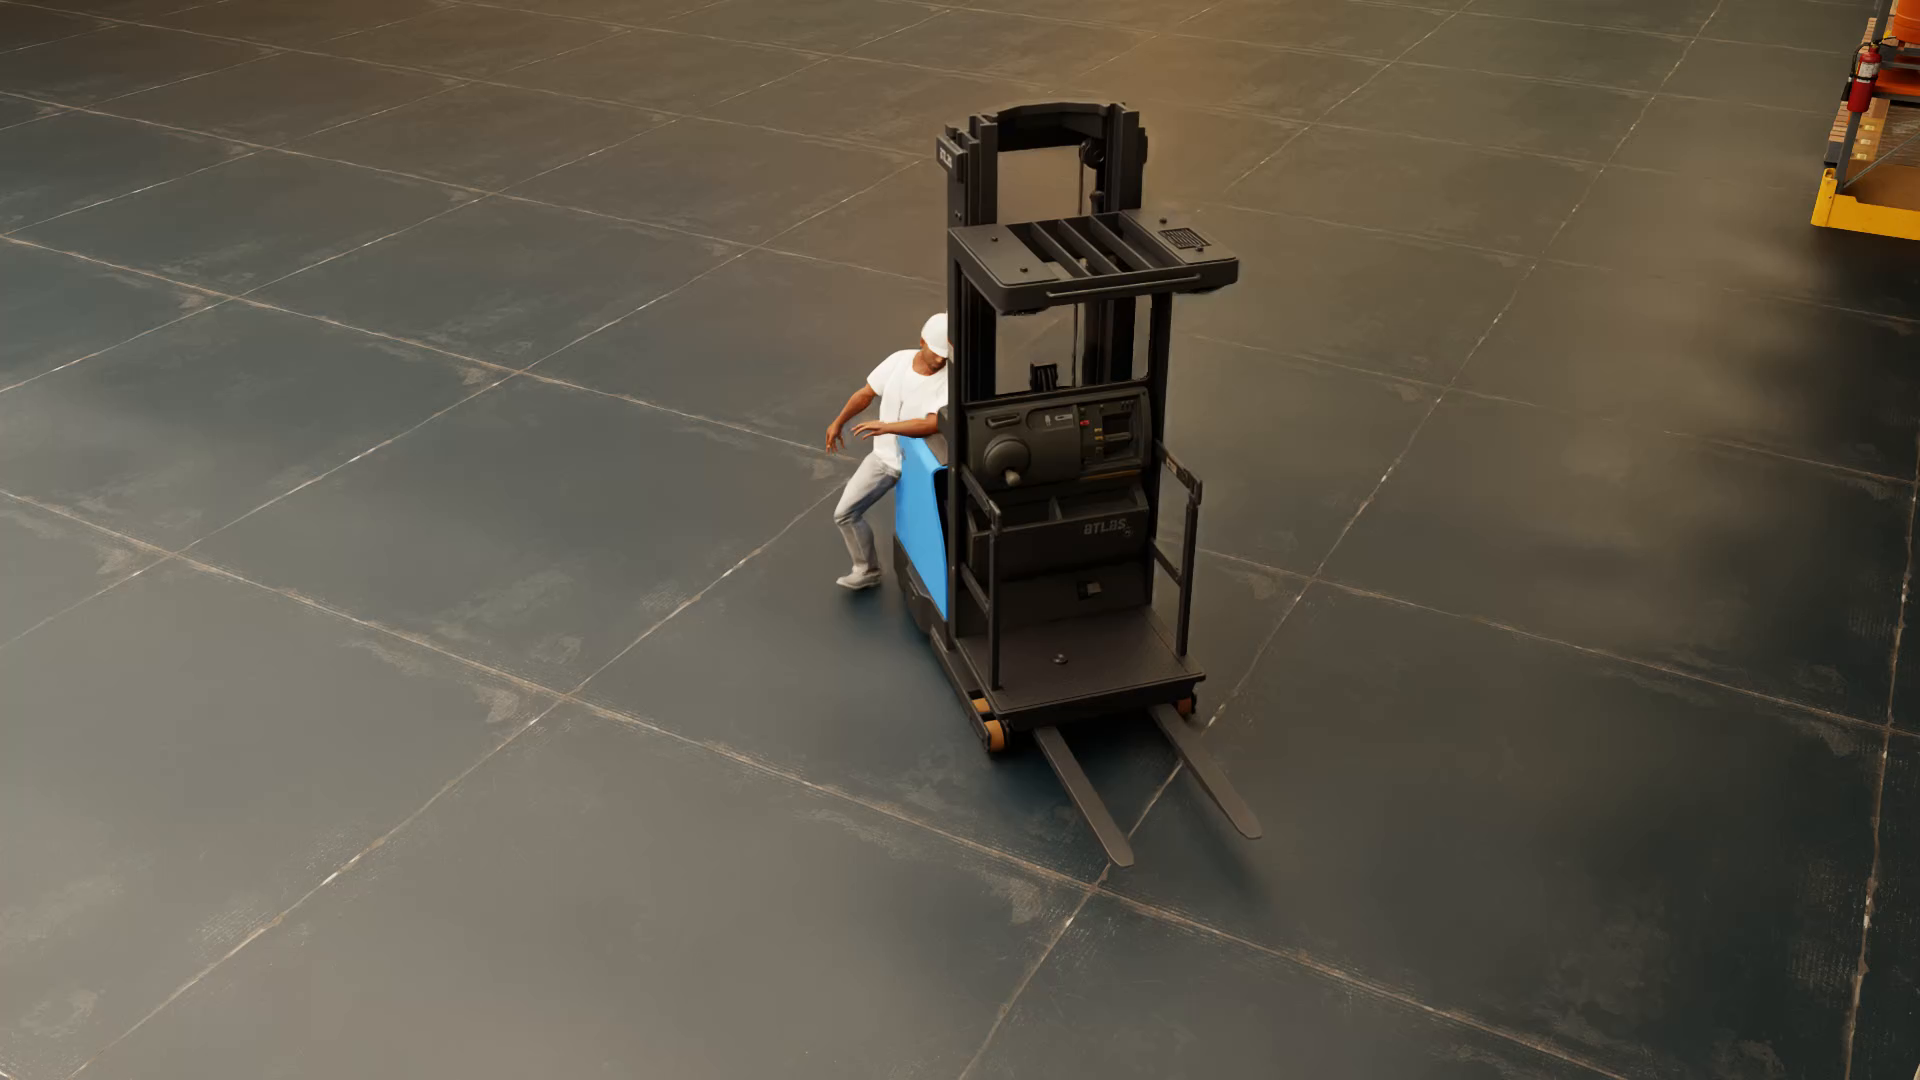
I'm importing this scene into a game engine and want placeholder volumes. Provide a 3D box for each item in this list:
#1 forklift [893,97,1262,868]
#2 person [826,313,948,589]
[{"bbox_3d":[0.551,-0.444,7.840,1.130,2.935,3.031,-9,31,-15],"label":"forklift"},{"bbox_3d":[-0.377,-0.467,9.210,0.842,1.633,0.884,13,32,21],"label":"person"}]
